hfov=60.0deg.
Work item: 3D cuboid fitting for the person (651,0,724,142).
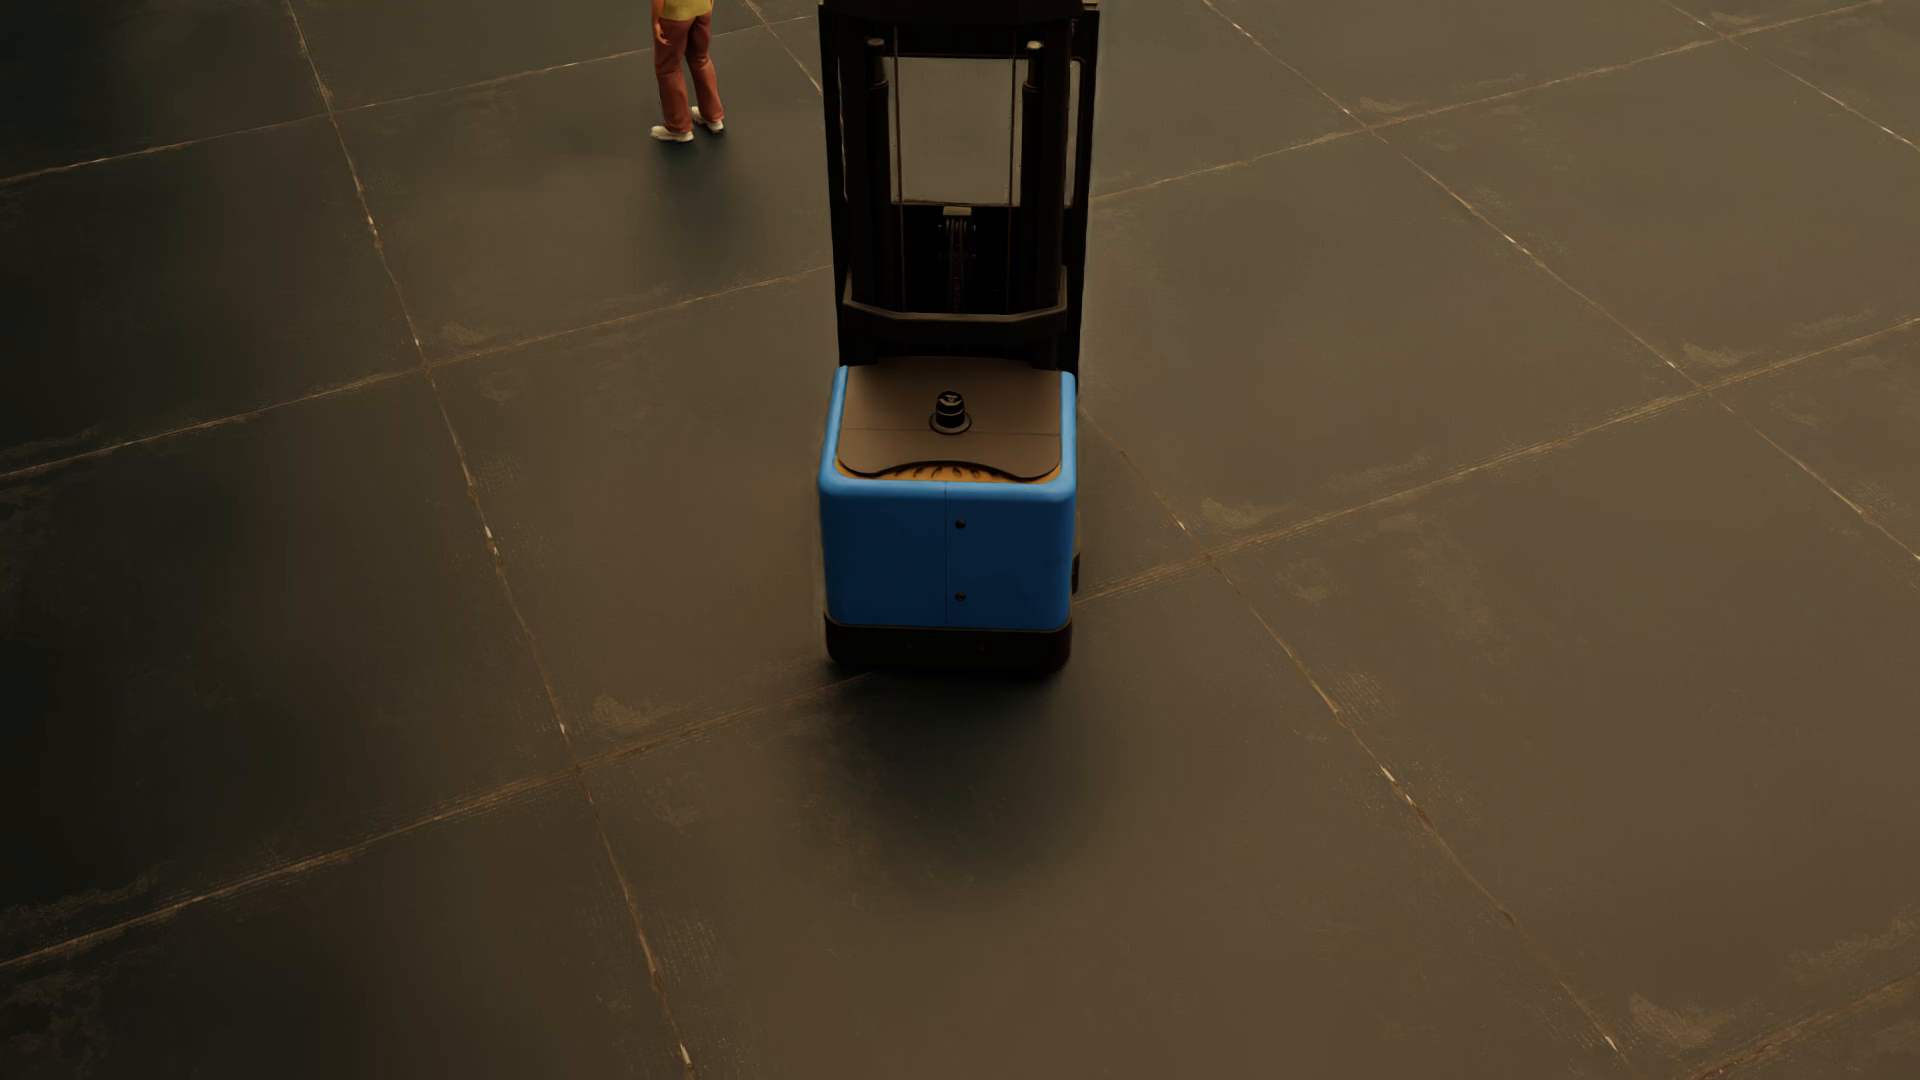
[{"bbox_3d":[-1.696,-3.186,10.030,0.479,1.690,0.538,31,51,29],"label":"person"}]

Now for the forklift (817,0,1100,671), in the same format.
[{"bbox_3d":[0.006,-1.501,7.288,1.130,2.935,3.031,2,43,2],"label":"forklift"}]
